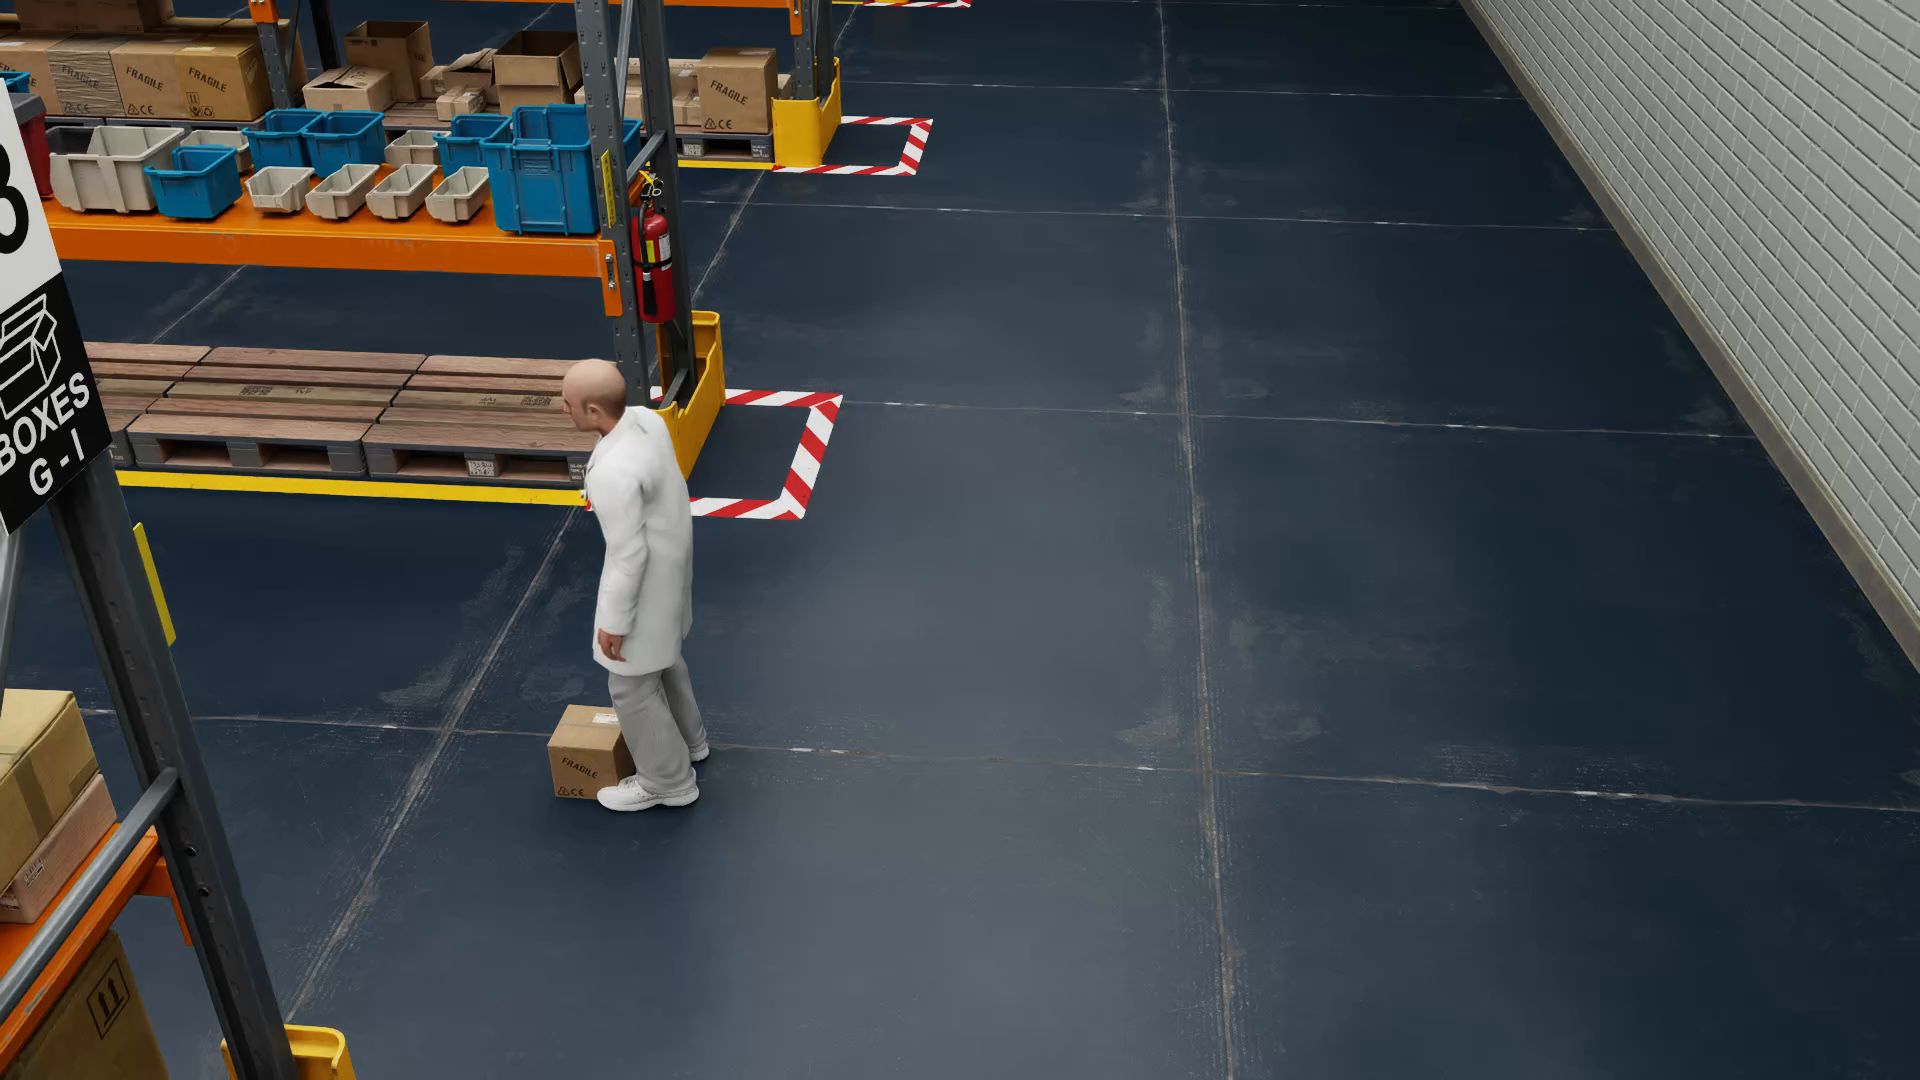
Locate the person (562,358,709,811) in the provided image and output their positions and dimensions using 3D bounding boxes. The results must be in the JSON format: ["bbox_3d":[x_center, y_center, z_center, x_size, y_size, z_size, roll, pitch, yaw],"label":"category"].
[{"bbox_3d":[-1.139,0.243,5.929,0.415,1.592,0.654,2,32,3],"label":"person"}]
